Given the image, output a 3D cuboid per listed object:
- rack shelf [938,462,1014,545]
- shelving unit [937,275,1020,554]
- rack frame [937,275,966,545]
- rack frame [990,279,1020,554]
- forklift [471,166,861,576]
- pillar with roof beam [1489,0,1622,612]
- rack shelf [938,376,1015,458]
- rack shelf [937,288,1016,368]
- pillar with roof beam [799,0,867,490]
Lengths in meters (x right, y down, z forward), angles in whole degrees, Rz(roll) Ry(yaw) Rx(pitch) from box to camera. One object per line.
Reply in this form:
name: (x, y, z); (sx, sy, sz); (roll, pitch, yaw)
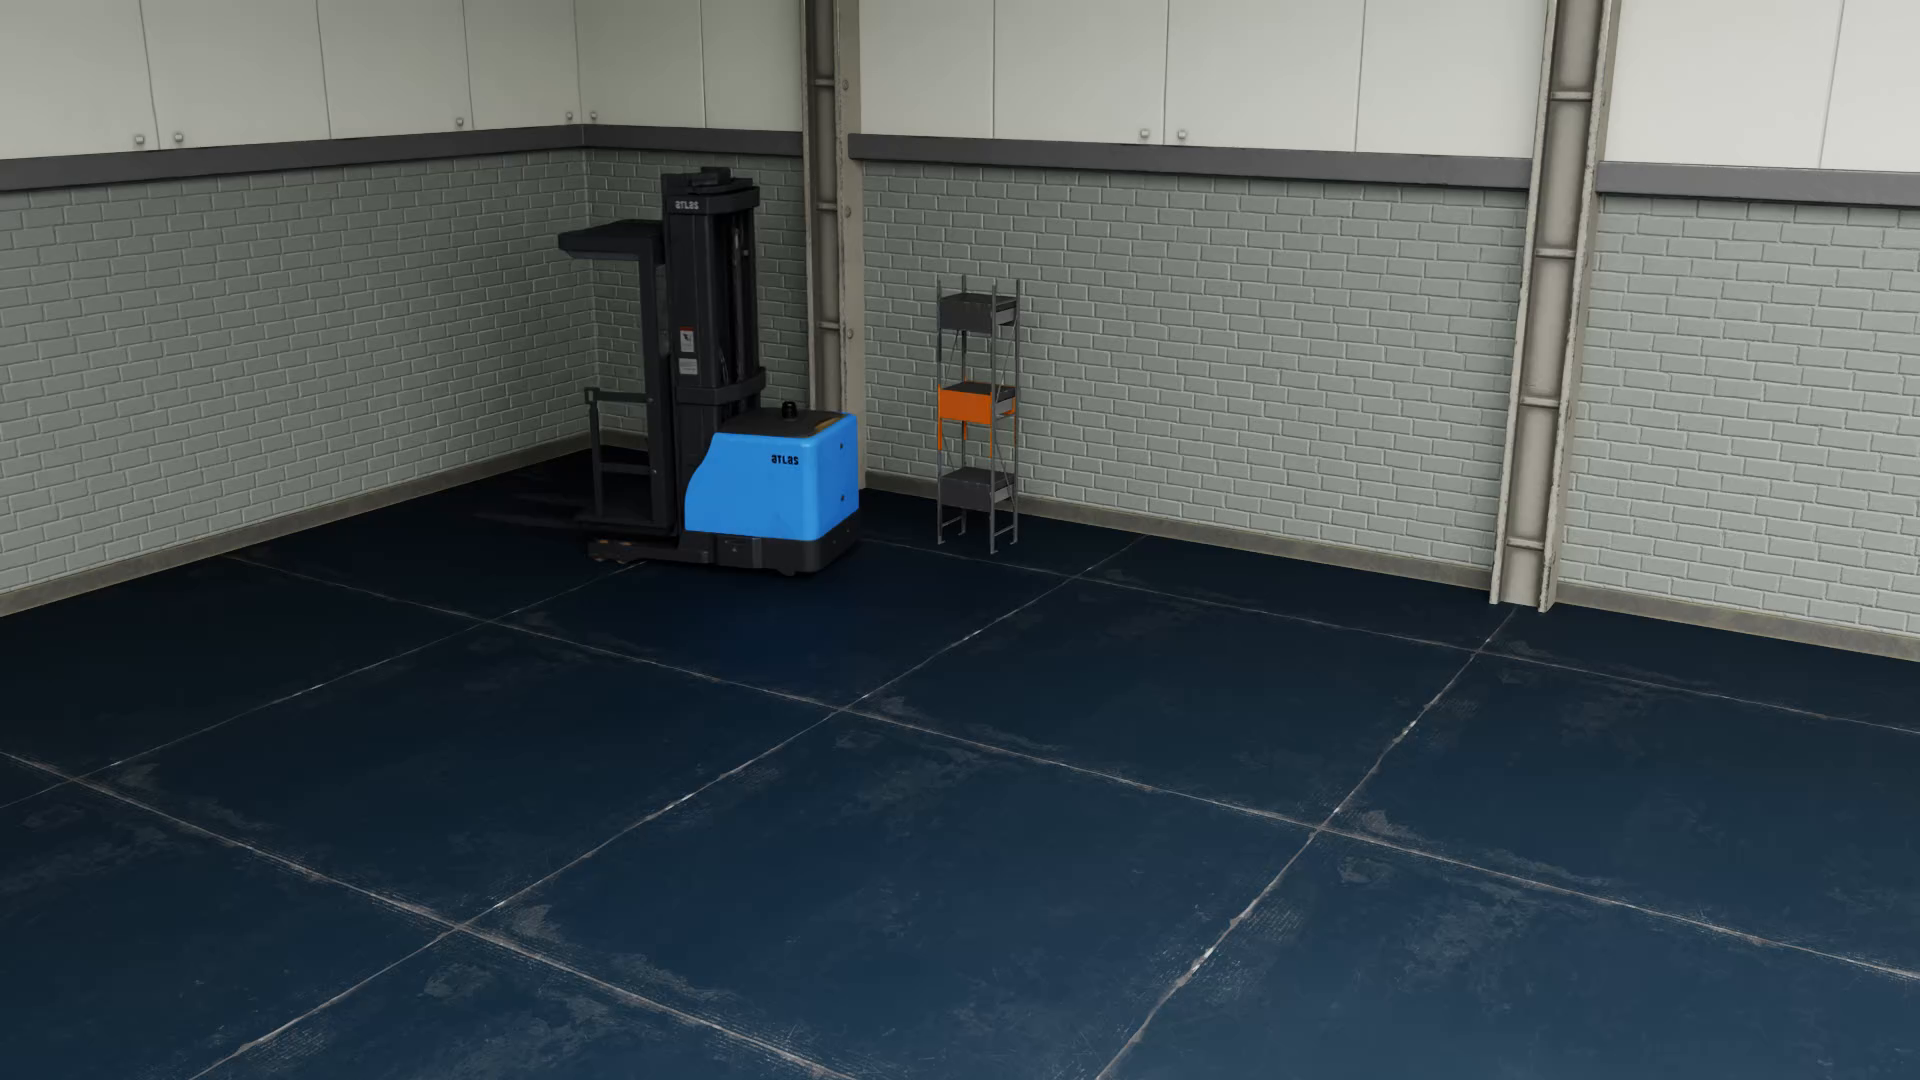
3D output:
rack shelf: (0.141, -0.297, 13.201); (0.480, 0.518, 0.431); (10, 20, 30)
shelving unit: (0.141, -0.979, 12.993); (0.503, 2.100, 0.431); (10, 20, 30)
rack frame: (-0.067, -1.017, 13.115); (0.015, 2.100, 0.400); (10, 20, 30)
rack frame: (0.349, -0.942, 12.871); (0.015, 2.100, 0.400); (10, 20, 30)
forklift: (-2.362, -1.359, 12.811); (3.031, 2.935, 1.130); (5, 18, 16)
pillar with roof beam: (1.780, -2.797, 7.107); (0.400, 9.000, 9.100); (10, 20, 30)
rack shelf: (0.141, -0.966, 12.997); (0.480, 0.518, 0.431); (10, 20, 30)
rack shelf: (0.141, -1.636, 12.794); (0.480, 0.518, 0.431); (10, 20, 30)
pillar with roof beam: (-3.333, -3.710, 10.112); (0.400, 9.000, 9.100); (10, 20, 30)
